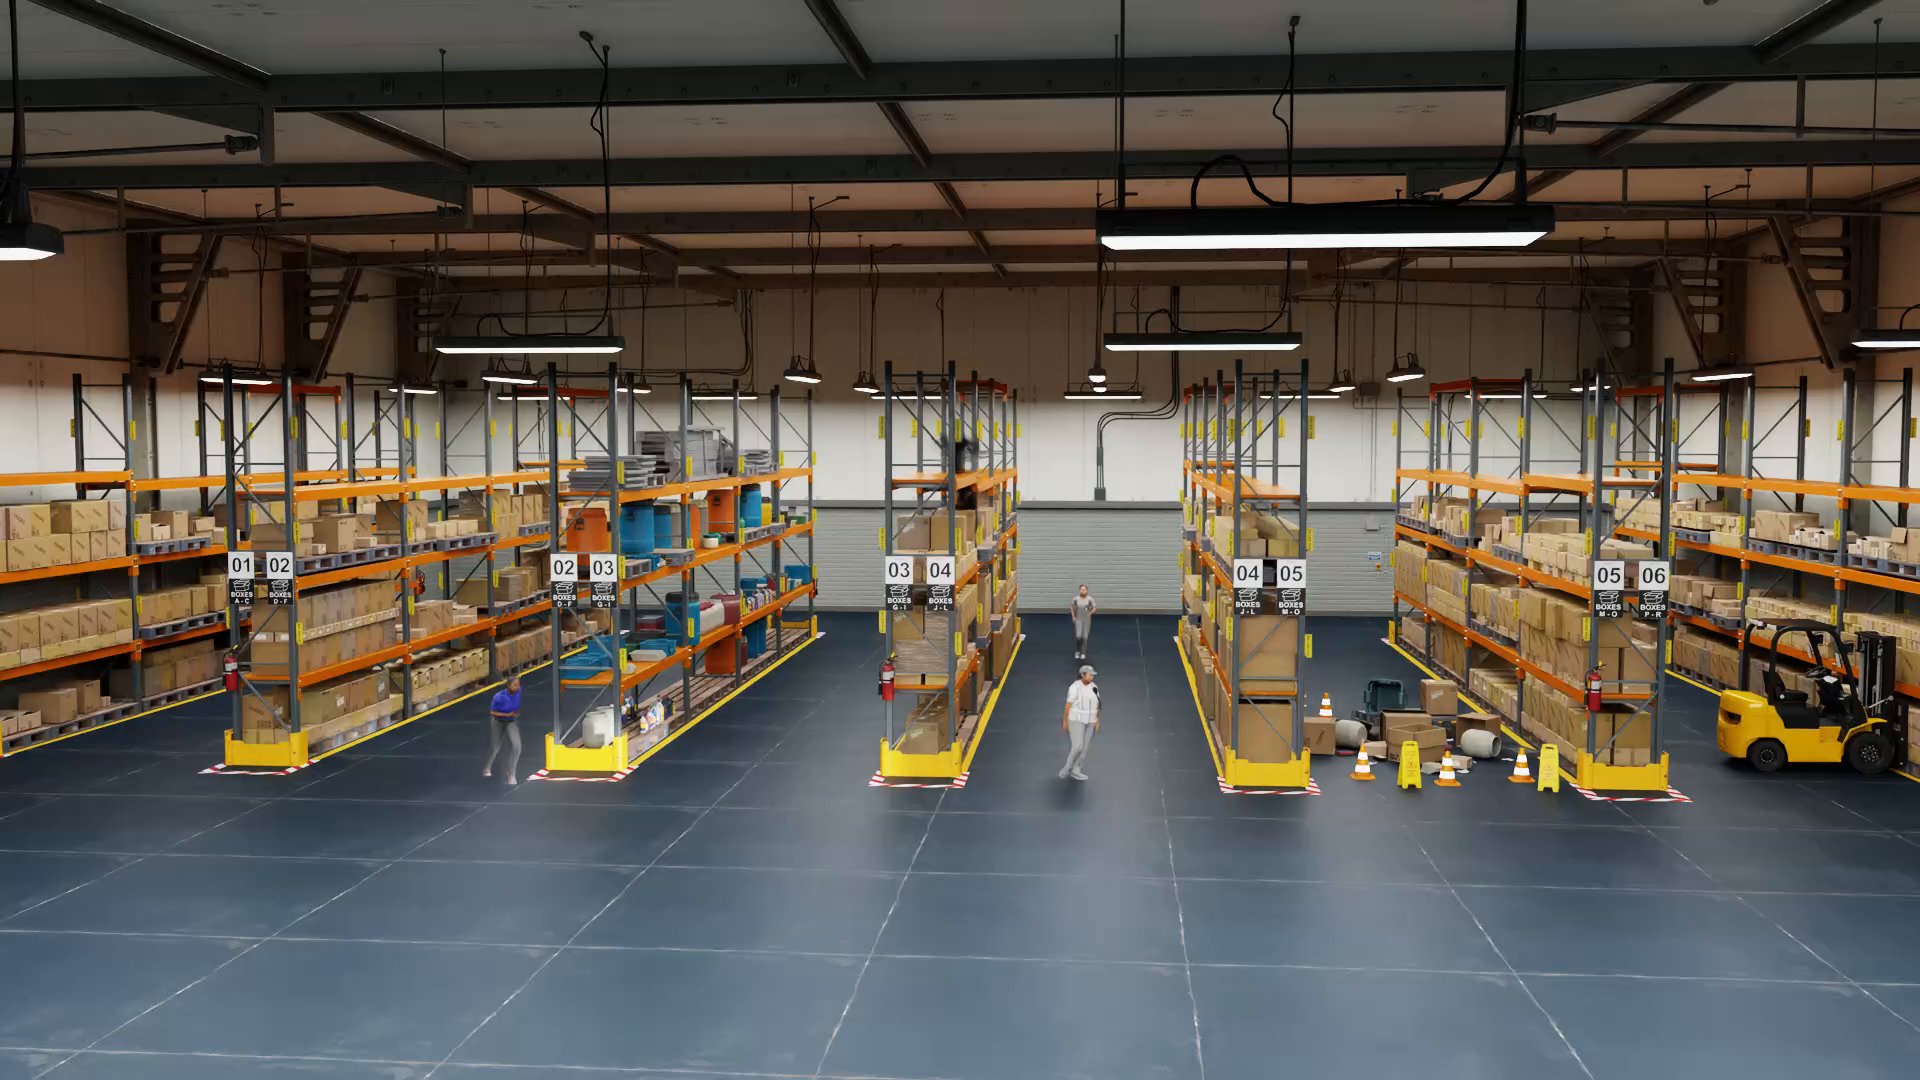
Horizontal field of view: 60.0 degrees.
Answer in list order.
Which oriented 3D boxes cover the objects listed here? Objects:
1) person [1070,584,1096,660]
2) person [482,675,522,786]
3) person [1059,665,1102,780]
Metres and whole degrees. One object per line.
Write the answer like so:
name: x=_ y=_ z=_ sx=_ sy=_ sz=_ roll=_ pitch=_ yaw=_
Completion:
person: x=2.688 y=1.790 z=36.270 sx=0.567 sy=1.648 sz=0.636 roll=0 pitch=4 yaw=1
person: x=-6.491 y=2.693 z=23.638 sx=0.597 sy=1.624 sz=0.963 roll=-4 pitch=5 yaw=-44
person: x=1.723 y=2.608 z=23.716 sx=0.590 sy=1.658 sz=0.460 roll=-2 pitch=4 yaw=-33
